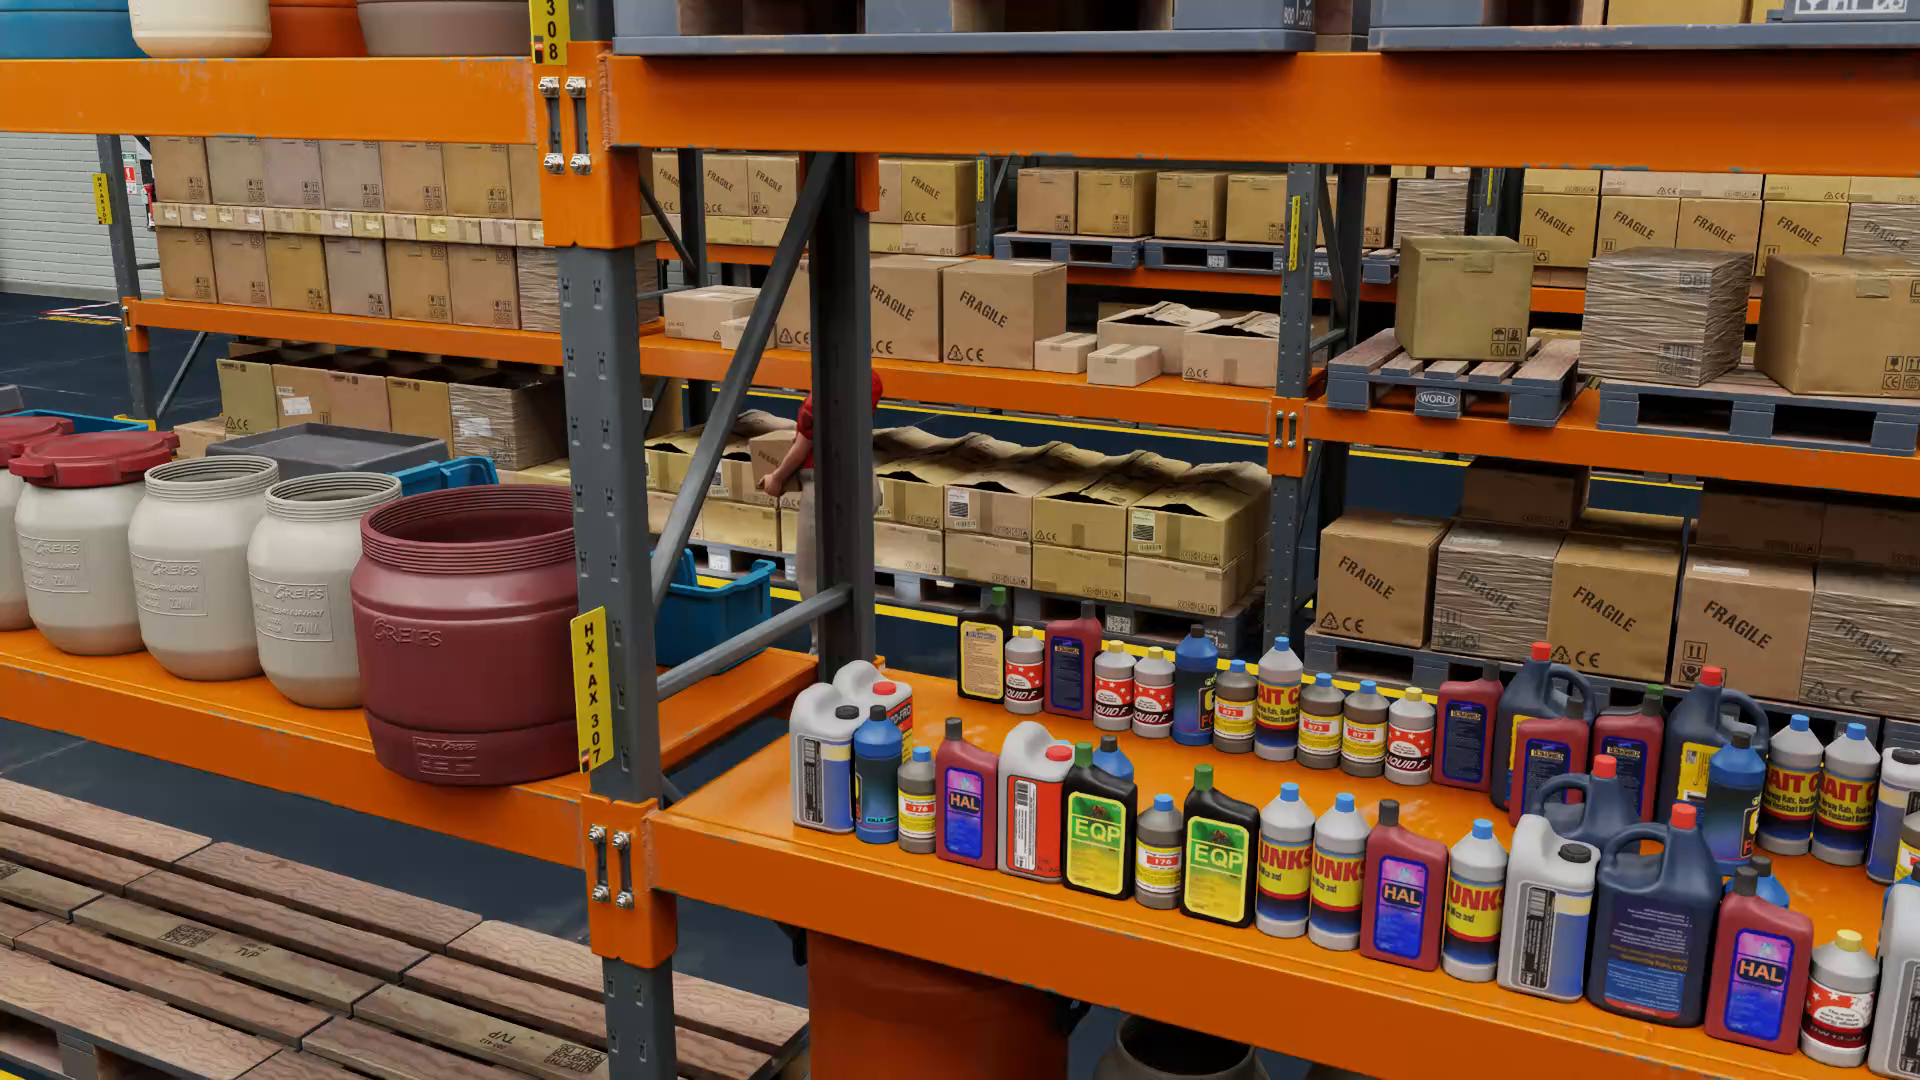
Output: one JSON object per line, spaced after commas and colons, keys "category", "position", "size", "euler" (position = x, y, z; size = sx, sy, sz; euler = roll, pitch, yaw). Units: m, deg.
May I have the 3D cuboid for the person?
{"category": "person", "position": [-0.661, -0.196, 7.778], "size": [0.530, 1.712, 0.493], "euler": [8, 18, 27]}
